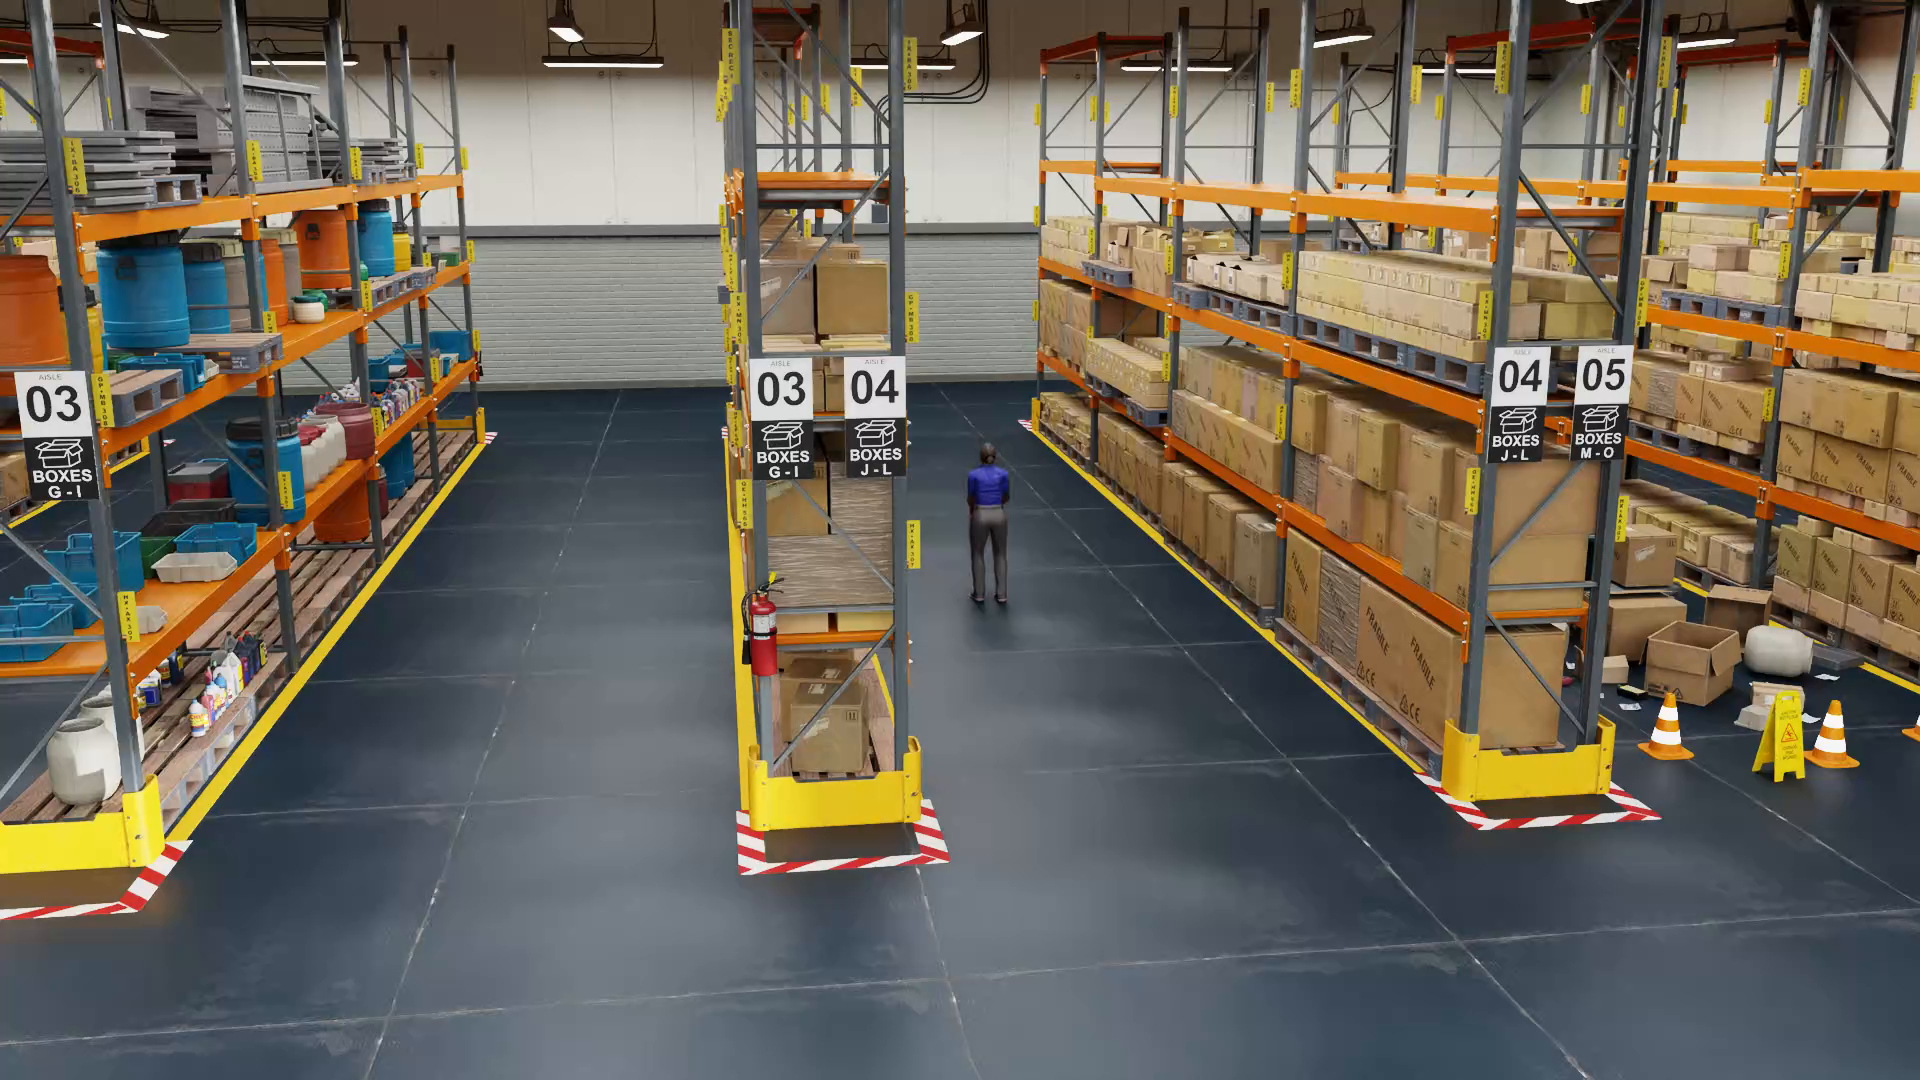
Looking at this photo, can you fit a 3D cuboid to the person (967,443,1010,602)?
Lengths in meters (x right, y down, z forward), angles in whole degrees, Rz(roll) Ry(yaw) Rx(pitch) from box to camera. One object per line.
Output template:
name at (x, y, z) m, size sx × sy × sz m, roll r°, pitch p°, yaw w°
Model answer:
person at (0.281, -0.199, 16.864) m, size 0.451 × 1.648 × 0.516 m, roll -2°, pitch 13°, yaw -7°
